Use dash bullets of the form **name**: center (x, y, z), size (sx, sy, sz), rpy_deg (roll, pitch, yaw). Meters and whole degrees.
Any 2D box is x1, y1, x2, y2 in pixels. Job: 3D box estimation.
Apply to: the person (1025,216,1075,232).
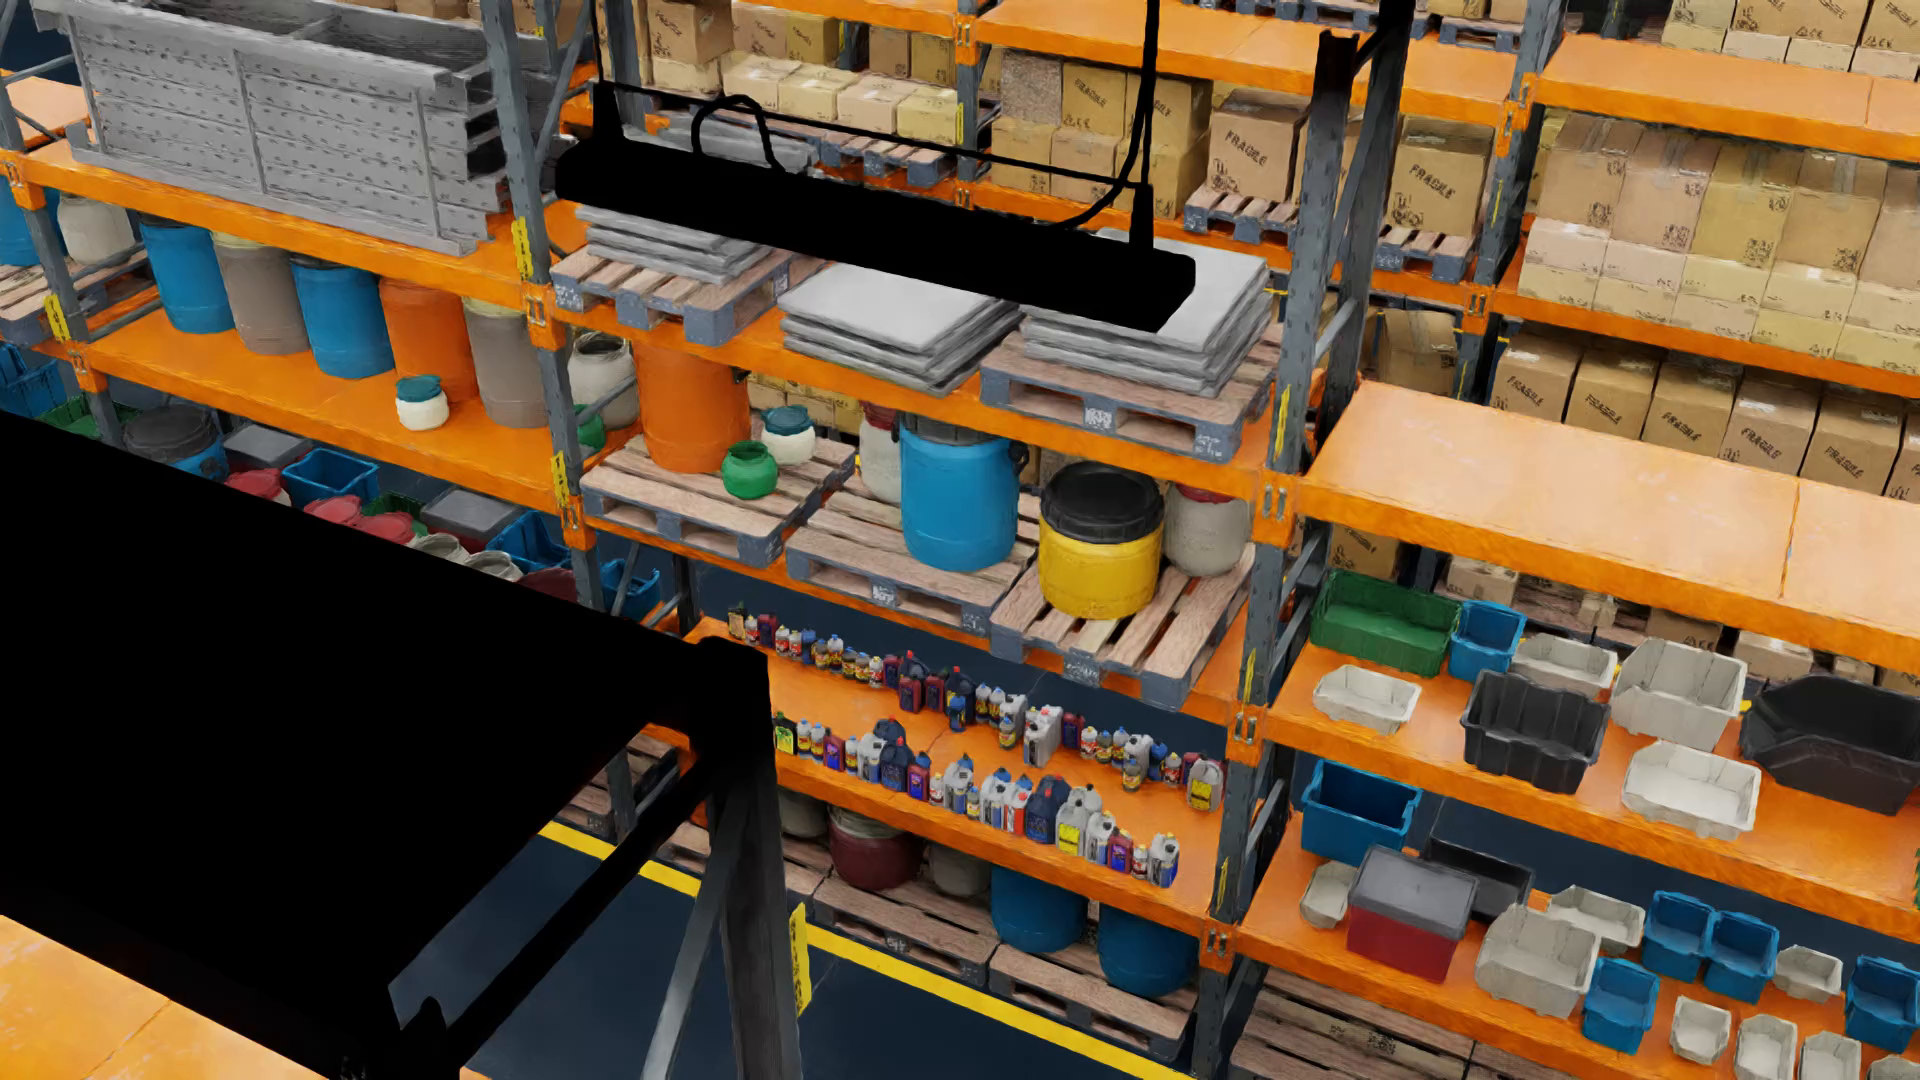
- **person**: center (0.899, -3.041, 16.725), size (0.545, 1.680, 0.436), rpy_deg (0, 35, 1)
